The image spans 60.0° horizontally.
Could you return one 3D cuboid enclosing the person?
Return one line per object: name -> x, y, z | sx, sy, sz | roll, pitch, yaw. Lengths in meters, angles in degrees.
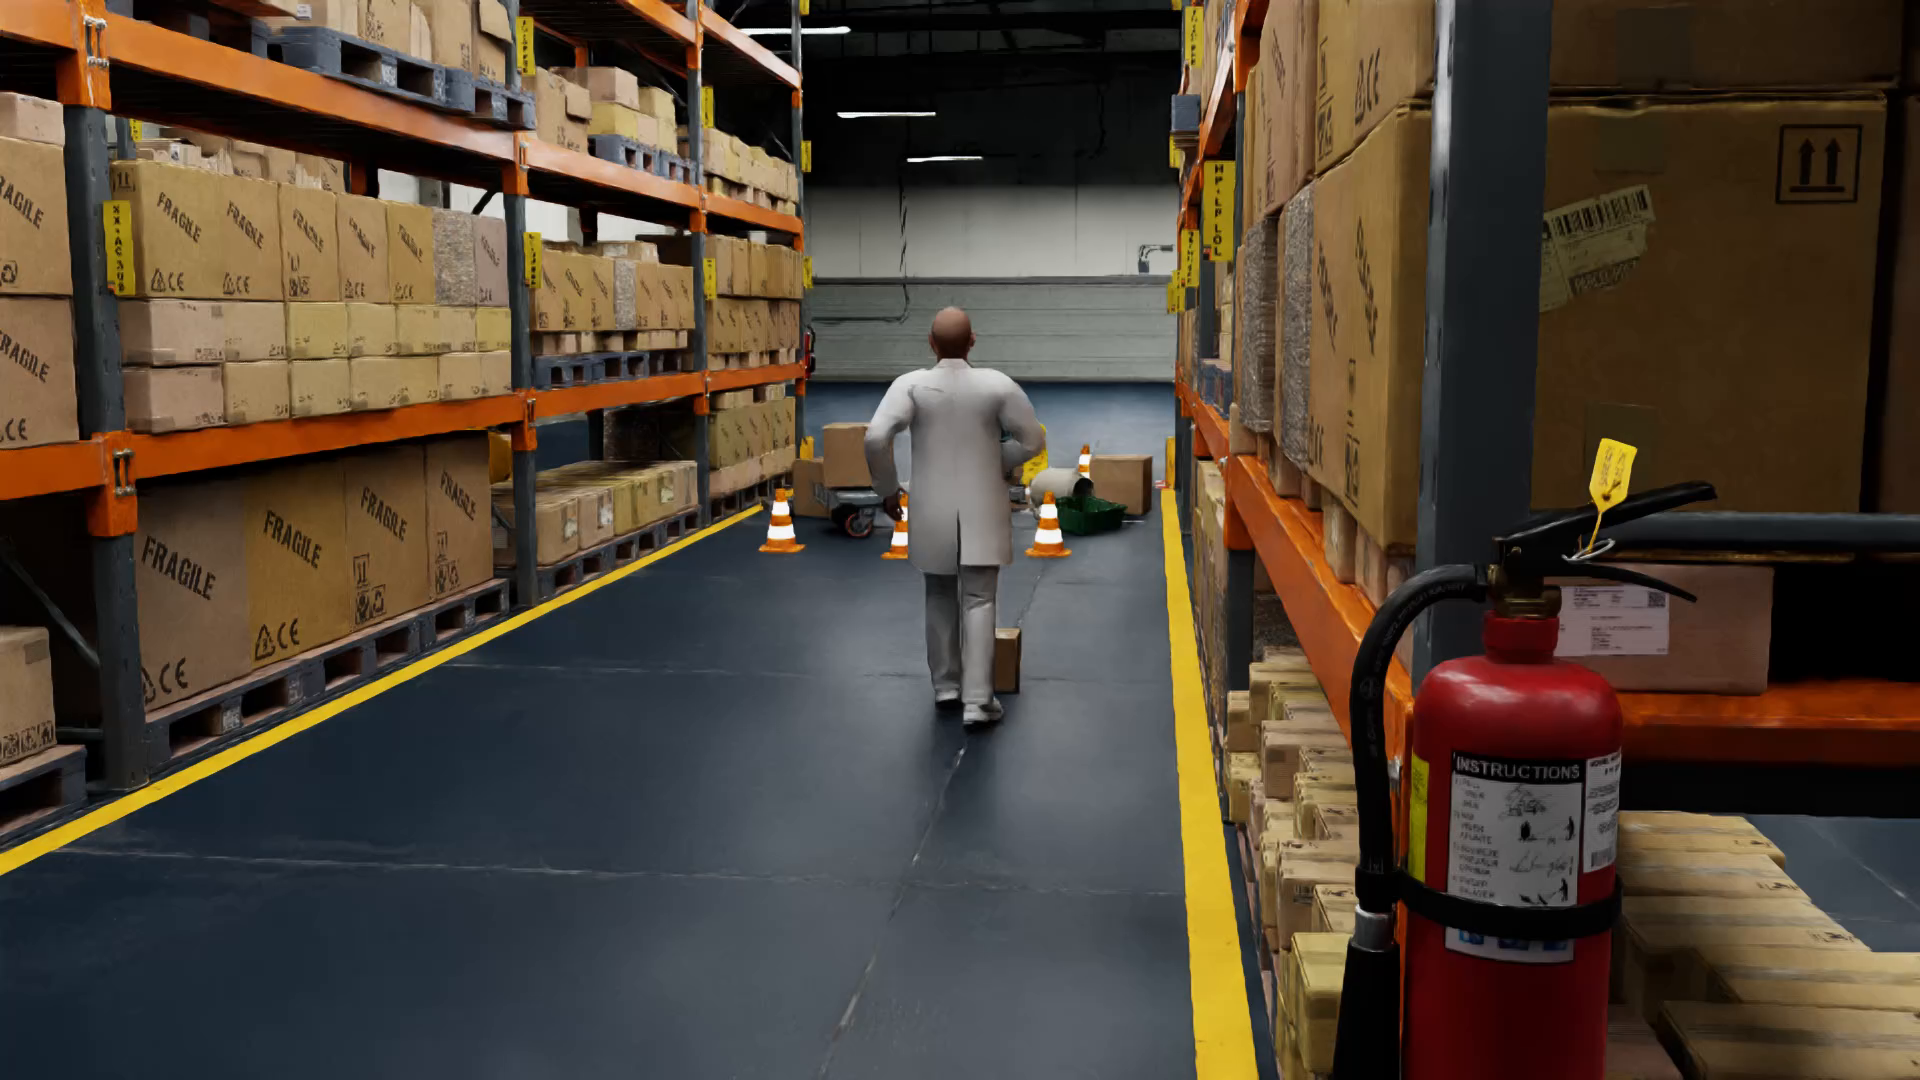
person -> -0.012, -0.110, 7.234 | 0.760, 1.790, 0.788 | 0, 7, 2
